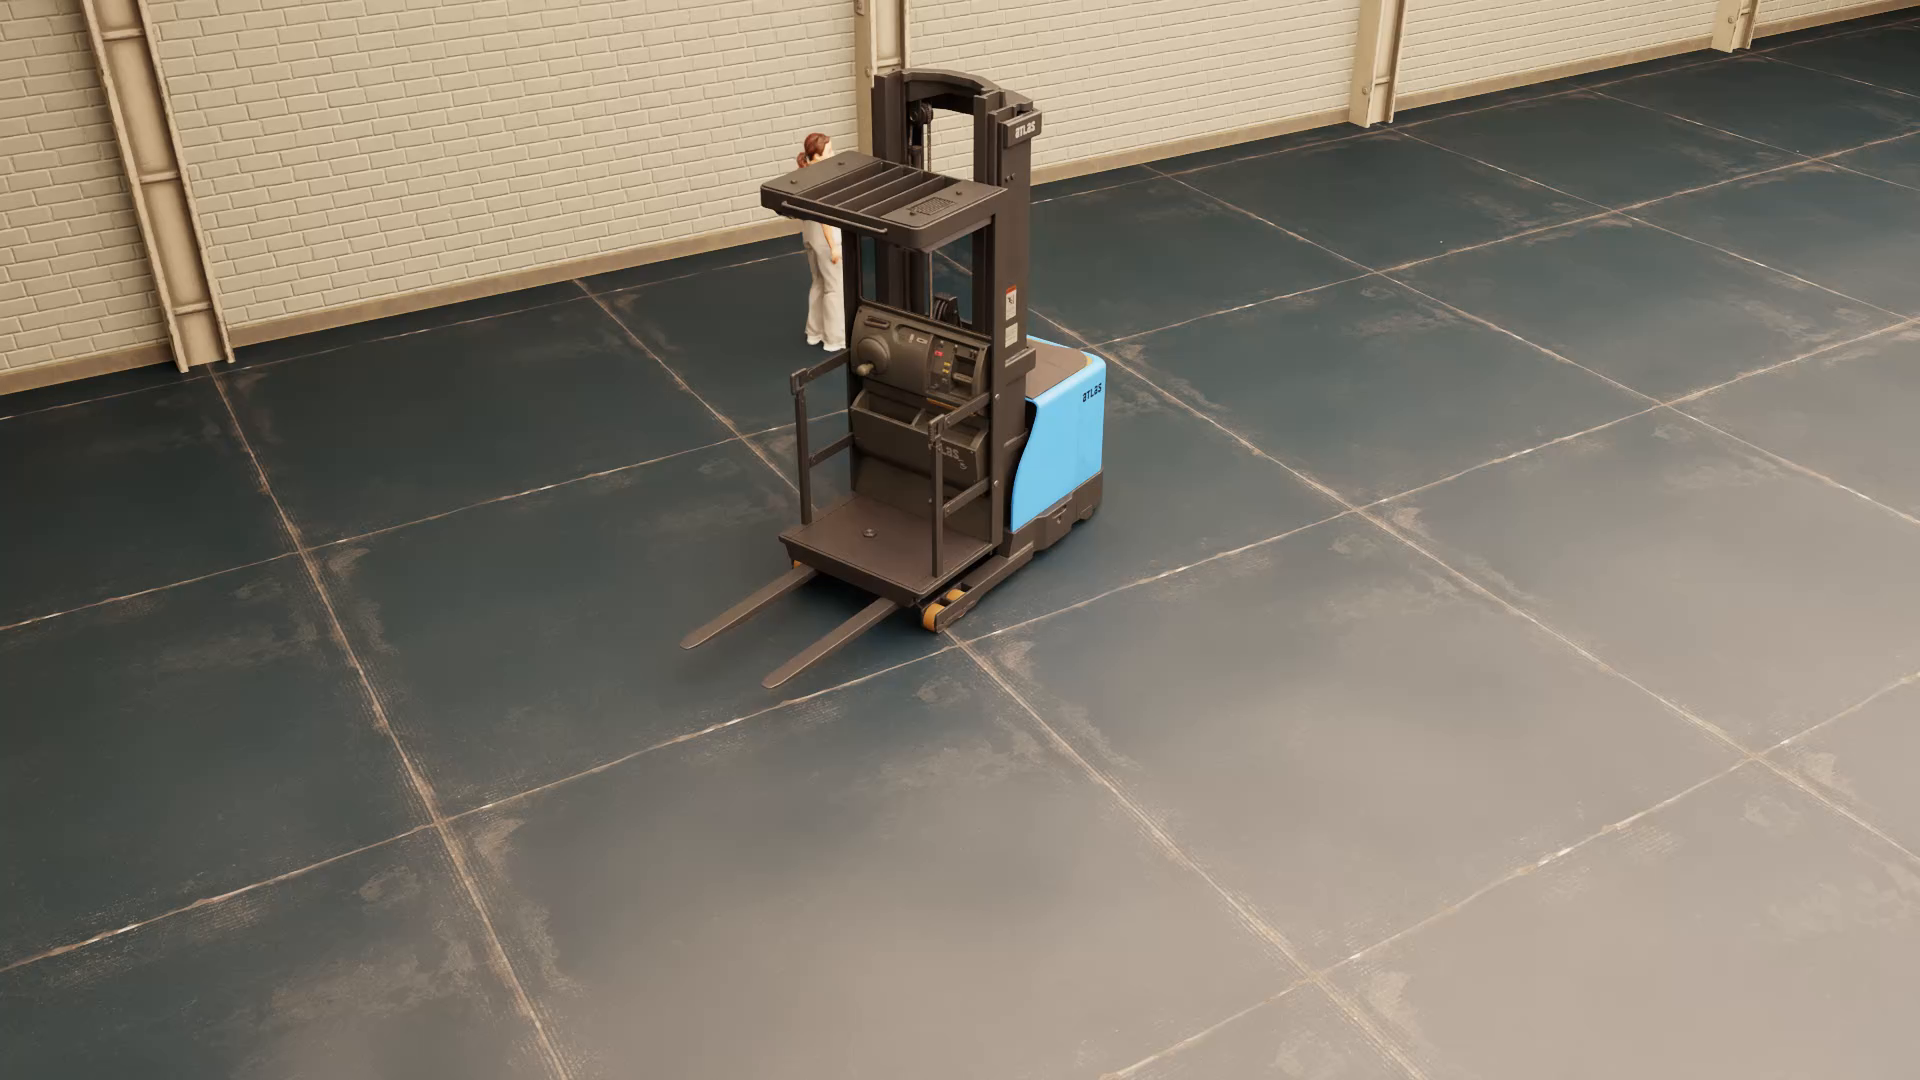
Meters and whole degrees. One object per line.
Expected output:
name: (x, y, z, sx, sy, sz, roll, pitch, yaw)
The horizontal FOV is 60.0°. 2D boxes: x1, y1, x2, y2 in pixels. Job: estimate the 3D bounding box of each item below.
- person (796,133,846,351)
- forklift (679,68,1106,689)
person: (-1.020, -2.270, 12.666, 0.400, 1.671, 0.528, -16, 34, -24)
forklift: (-0.365, -1.007, 9.329, 1.130, 2.935, 3.031, 21, 37, 31)
